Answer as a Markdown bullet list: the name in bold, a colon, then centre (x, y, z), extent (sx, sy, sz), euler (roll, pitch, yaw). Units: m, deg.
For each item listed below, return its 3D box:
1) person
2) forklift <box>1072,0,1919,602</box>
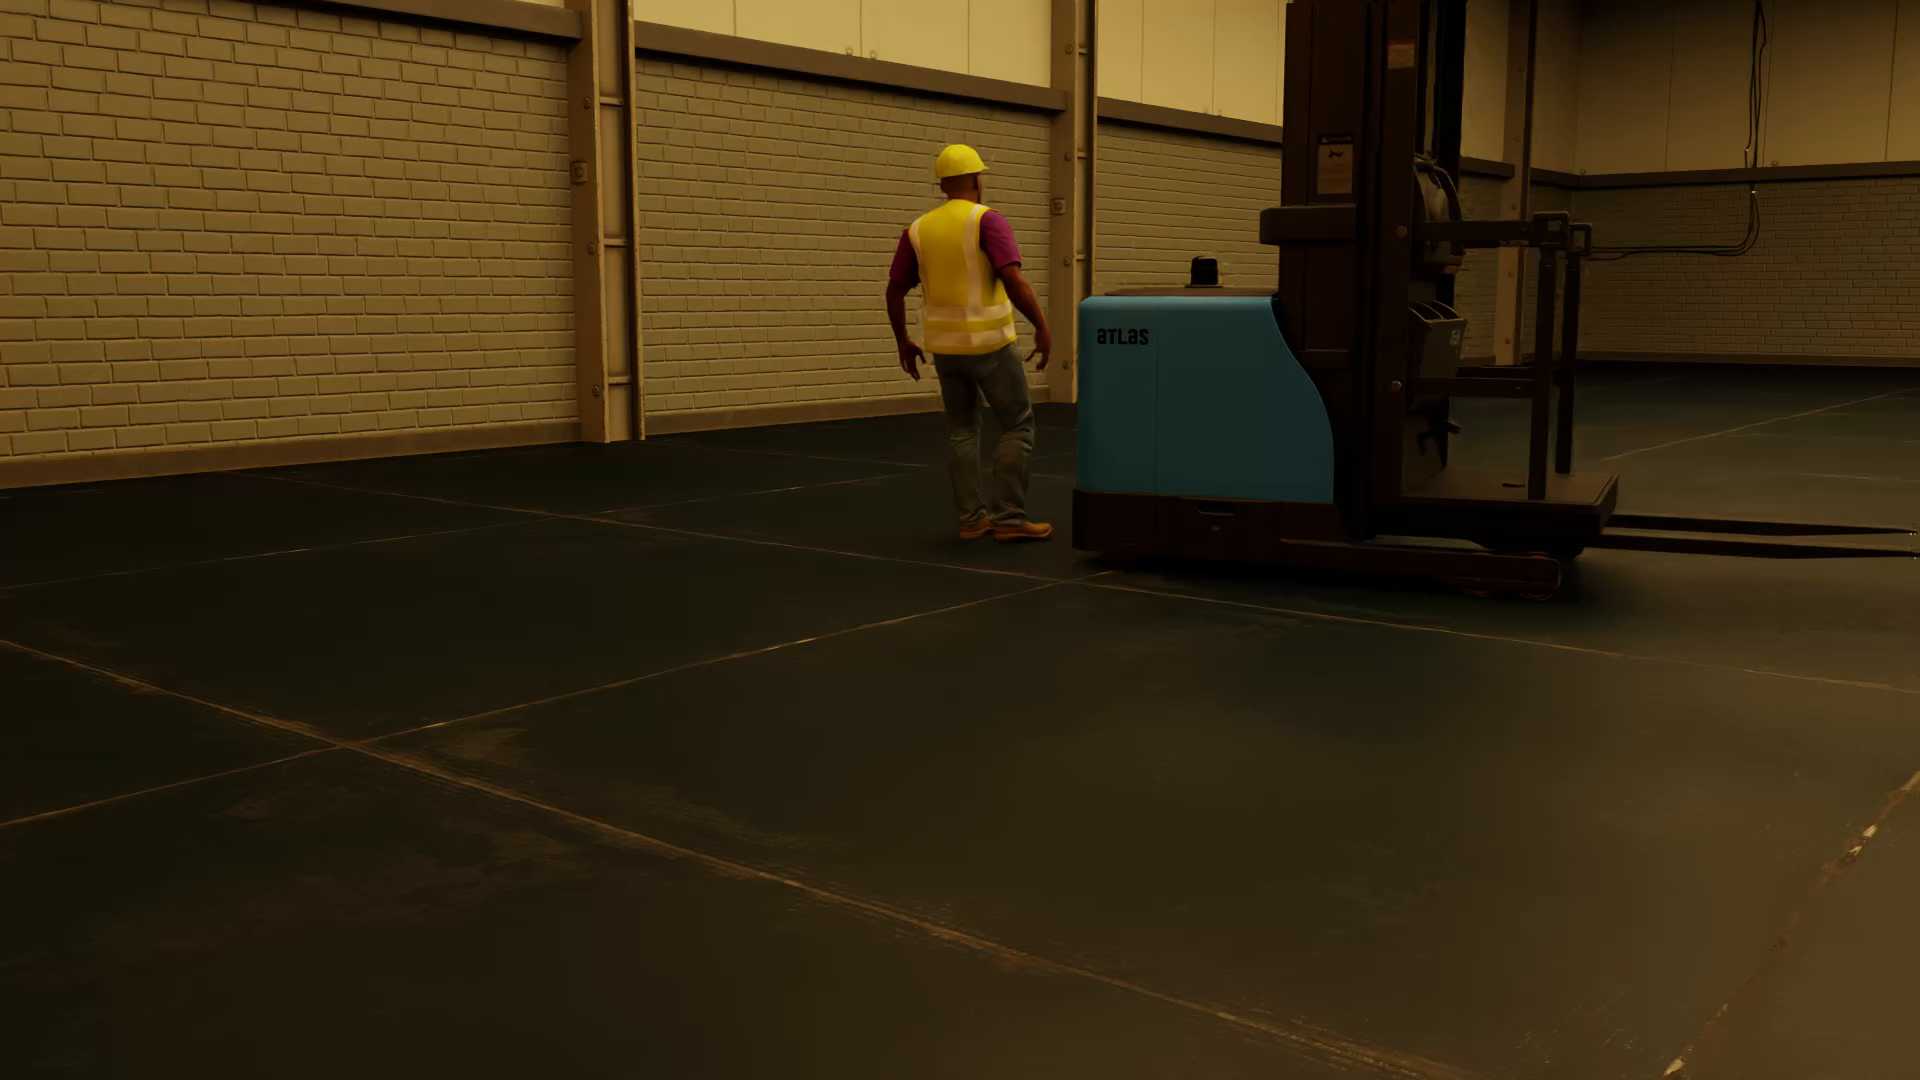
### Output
- **person**: centre (0.088, -0.865, 7.389), extent (0.770, 1.743, 0.520), euler (6, 10, 35)
- **forklift**: centre (2.012, -1.319, 6.293), extent (3.031, 2.935, 1.130), euler (4, 9, 25)
